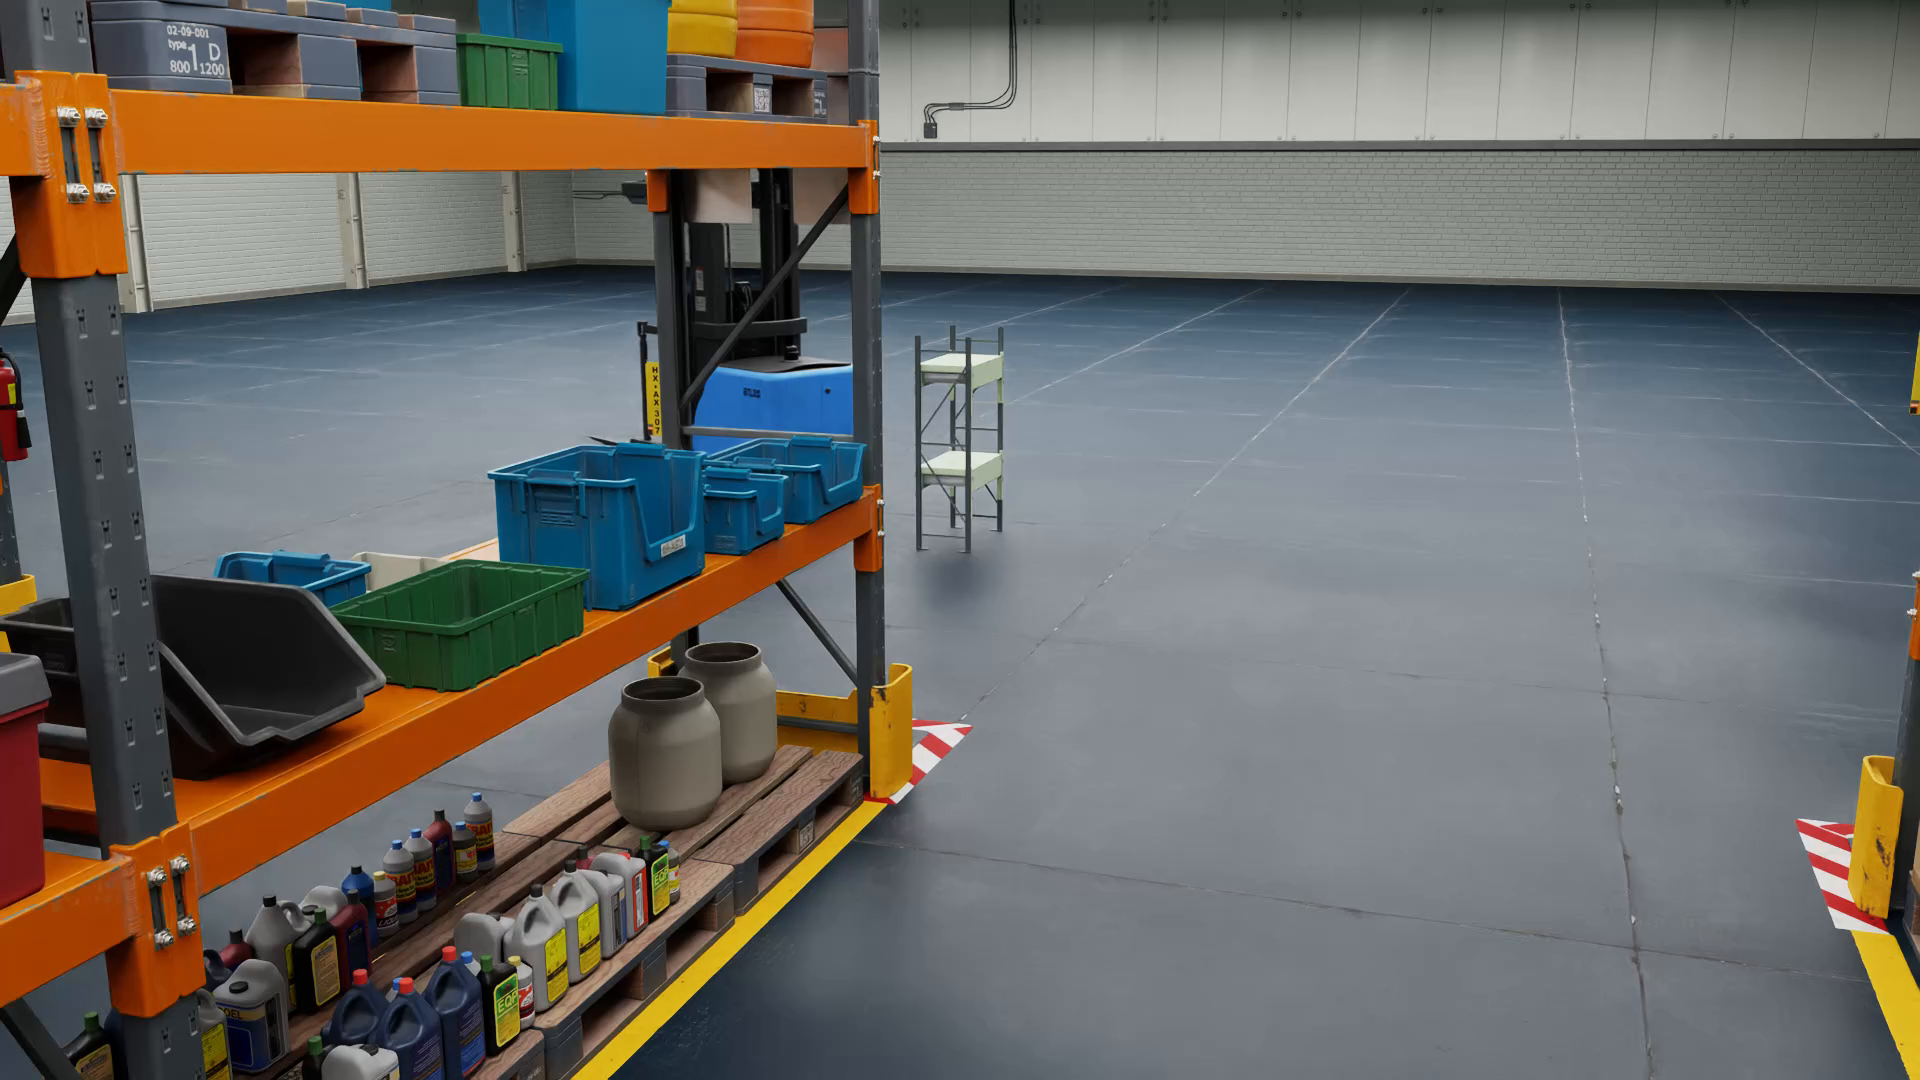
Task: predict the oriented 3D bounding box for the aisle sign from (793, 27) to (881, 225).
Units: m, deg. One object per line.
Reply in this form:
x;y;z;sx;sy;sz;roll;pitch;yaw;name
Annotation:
-0.517;-1.709;6.892;0.394;0.787;0.004;4;14;18;aisle sign

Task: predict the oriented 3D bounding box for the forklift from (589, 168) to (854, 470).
-2.100;-1.953;13.958;1.130;2.935;3.031;-12;17;-41;forklift

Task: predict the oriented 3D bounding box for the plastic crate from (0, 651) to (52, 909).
-1.983;0.487;2.968;0.402;0.464;0.583;4;14;18;plastic crate

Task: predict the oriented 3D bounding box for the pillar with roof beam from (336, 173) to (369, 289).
-8.822;-9.461;33.215;9.100;9.000;0.400;4;14;18;pillar with roof beam

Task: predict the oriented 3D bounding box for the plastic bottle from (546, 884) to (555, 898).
-1.277;1.196;5.309;0.097;0.201;0.097;0;13;0;plastic bottle

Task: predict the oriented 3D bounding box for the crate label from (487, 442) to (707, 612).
-1.161;-0.058;5.421;0.502;0.435;0.616;4;14;18;crate label

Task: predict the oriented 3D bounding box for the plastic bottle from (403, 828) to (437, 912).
-1.814;1.099;5.573;0.097;0.271;0.097;0;13;0;plastic bottle

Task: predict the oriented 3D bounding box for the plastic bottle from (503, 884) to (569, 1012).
-1.263;1.202;4.944;0.144;0.351;0.185;4;14;18;plastic bottle

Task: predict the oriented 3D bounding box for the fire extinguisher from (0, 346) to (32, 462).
-5.035;-0.758;8.740;0.296;0.674;0.183;4;14;18;fire extinguisher

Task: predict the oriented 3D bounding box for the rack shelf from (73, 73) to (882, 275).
-1.468;-1.138;5.110;1.077;0.370;4.000;4;14;18;rack shelf

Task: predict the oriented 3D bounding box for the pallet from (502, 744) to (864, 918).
-1.069;1.102;6.686;1.003;0.211;1.213;4;14;18;pallet

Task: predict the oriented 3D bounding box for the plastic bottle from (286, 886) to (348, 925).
-1.957;1.209;5.081;0.152;0.276;0.135;5;14;19;plastic bottle

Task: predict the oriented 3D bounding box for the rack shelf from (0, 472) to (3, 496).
-6.155;-0.032;7.006;1.077;0.370;4.000;4;14;18;rack shelf

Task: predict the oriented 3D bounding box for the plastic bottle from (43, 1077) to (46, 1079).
-2.293;1.445;4.214;0.097;0.201;0.097;0;13;0;plastic bottle

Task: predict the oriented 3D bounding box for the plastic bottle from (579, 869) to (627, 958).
-1.153;1.164;5.278;0.152;0.276;0.135;4;13;17;plastic bottle

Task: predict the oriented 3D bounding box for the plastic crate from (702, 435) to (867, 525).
-0.700;-0.248;6.669;0.499;0.251;0.616;4;14;18;plastic crate

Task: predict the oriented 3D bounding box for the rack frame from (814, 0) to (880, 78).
-0.821;-3.372;6.541;1.000;3.000;0.127;4;14;18;rack frame

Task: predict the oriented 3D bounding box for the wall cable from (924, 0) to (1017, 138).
0.228;-12.530;39.021;2.305;6.003;0.169;4;14;18;wall cable

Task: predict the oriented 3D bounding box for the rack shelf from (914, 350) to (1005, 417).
0.002;-1.113;11.740;0.431;0.370;0.720;4;14;18;rack shelf

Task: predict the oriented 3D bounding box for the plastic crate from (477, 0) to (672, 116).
-1.153;-1.479;5.022;0.392;0.384;0.575;4;14;18;plastic crate

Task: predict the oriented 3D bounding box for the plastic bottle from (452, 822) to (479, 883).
-1.736;1.083;5.801;0.097;0.201;0.097;0;13;0;plastic bottle

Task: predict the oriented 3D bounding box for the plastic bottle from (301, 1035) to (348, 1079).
-1.620;1.391;4.268;0.061;0.283;0.133;4;14;18;plastic bottle

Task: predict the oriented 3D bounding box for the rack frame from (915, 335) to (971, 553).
-0.116;-0.656;11.490;0.400;1.500;0.023;4;14;18;rack frame

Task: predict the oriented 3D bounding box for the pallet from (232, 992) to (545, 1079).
-1.859;1.616;4.435;1.003;0.211;1.213;4;14;18;pallet

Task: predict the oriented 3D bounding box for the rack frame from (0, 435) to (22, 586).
-5.508;-0.804;8.771;1.000;3.000;0.127;4;14;18;rack frame

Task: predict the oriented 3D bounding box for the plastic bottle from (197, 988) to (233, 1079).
-2.043;1.325;4.404;0.144;0.351;0.185;4;14;18;plastic bottle

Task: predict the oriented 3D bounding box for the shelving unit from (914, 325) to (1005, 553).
0.002;-0.733;11.827;0.431;1.500;0.755;4;14;18;shelving unit

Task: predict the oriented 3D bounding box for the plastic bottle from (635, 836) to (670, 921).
-1.021;1.106;5.516;0.061;0.283;0.133;5;14;20;plastic bottle

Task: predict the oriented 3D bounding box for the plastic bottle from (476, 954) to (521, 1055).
-1.308;1.293;4.699;0.061;0.283;0.133;5;14;21;plastic bottle

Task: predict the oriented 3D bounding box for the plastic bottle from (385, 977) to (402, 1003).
-1.529;1.331;4.559;0.097;0.271;0.097;0;13;0;plastic bottle

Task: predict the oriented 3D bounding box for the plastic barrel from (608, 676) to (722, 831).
-1.124;0.810;6.345;0.421;0.512;0.421;0;13;0;plastic barrel

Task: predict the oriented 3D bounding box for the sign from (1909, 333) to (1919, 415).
3.341;-0.592;5.718;0.100;0.325;0.005;4;14;18;sign

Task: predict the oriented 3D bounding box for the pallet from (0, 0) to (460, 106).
-1.974;-1.135;3.902;1.213;0.211;1.003;4;14;18;pallet

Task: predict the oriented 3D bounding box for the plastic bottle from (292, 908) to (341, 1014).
-1.908;1.242;4.923;0.061;0.283;0.133;4;14;18;plastic bottle

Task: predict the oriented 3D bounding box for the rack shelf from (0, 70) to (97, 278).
-2.763;-0.296;1.420;1.077;0.370;4.000;4;14;18;rack shelf

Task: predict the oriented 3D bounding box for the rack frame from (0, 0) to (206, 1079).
-2.119;0.394;3.520;0.949;2.616;0.053;4;14;18;rack frame

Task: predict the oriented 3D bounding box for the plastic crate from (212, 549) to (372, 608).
-2.014;0.214;4.642;0.499;0.251;0.616;4;14;18;plastic crate

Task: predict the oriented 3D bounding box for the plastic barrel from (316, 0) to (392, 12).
-1.692;-1.719;3.967;0.600;0.901;0.708;4;14;18;plastic barrel

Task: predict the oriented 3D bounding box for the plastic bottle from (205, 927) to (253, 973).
-2.104;1.270;4.797;0.061;0.283;0.133;5;14;22;plastic bottle

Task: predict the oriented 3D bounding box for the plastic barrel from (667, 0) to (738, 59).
-1.070;-1.957;5.715;0.600;0.588;0.600;0;13;0;plastic barrel

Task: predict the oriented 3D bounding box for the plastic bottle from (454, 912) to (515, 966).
-1.411;1.233;4.976;0.152;0.276;0.135;4;14;18;plastic bottle

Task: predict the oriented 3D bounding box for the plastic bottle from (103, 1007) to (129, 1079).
-2.180;1.315;4.449;0.144;0.351;0.185;4;13;17;plastic bottle

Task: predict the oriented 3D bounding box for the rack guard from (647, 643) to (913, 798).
-0.801;0.790;7.402;1.175;0.500;0.348;4;14;18;rack guard

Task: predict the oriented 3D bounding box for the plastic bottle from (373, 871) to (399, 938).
-1.878;1.175;5.397;0.097;0.201;0.097;0;13;0;plastic bottle

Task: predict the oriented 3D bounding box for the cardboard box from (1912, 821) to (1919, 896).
3.480;1.142;5.477;0.500;0.250;0.500;4;14;18;cardboard box

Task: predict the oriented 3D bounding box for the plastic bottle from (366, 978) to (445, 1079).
-1.462;1.331;4.378;0.144;0.351;0.185;5;14;20;plastic bottle
